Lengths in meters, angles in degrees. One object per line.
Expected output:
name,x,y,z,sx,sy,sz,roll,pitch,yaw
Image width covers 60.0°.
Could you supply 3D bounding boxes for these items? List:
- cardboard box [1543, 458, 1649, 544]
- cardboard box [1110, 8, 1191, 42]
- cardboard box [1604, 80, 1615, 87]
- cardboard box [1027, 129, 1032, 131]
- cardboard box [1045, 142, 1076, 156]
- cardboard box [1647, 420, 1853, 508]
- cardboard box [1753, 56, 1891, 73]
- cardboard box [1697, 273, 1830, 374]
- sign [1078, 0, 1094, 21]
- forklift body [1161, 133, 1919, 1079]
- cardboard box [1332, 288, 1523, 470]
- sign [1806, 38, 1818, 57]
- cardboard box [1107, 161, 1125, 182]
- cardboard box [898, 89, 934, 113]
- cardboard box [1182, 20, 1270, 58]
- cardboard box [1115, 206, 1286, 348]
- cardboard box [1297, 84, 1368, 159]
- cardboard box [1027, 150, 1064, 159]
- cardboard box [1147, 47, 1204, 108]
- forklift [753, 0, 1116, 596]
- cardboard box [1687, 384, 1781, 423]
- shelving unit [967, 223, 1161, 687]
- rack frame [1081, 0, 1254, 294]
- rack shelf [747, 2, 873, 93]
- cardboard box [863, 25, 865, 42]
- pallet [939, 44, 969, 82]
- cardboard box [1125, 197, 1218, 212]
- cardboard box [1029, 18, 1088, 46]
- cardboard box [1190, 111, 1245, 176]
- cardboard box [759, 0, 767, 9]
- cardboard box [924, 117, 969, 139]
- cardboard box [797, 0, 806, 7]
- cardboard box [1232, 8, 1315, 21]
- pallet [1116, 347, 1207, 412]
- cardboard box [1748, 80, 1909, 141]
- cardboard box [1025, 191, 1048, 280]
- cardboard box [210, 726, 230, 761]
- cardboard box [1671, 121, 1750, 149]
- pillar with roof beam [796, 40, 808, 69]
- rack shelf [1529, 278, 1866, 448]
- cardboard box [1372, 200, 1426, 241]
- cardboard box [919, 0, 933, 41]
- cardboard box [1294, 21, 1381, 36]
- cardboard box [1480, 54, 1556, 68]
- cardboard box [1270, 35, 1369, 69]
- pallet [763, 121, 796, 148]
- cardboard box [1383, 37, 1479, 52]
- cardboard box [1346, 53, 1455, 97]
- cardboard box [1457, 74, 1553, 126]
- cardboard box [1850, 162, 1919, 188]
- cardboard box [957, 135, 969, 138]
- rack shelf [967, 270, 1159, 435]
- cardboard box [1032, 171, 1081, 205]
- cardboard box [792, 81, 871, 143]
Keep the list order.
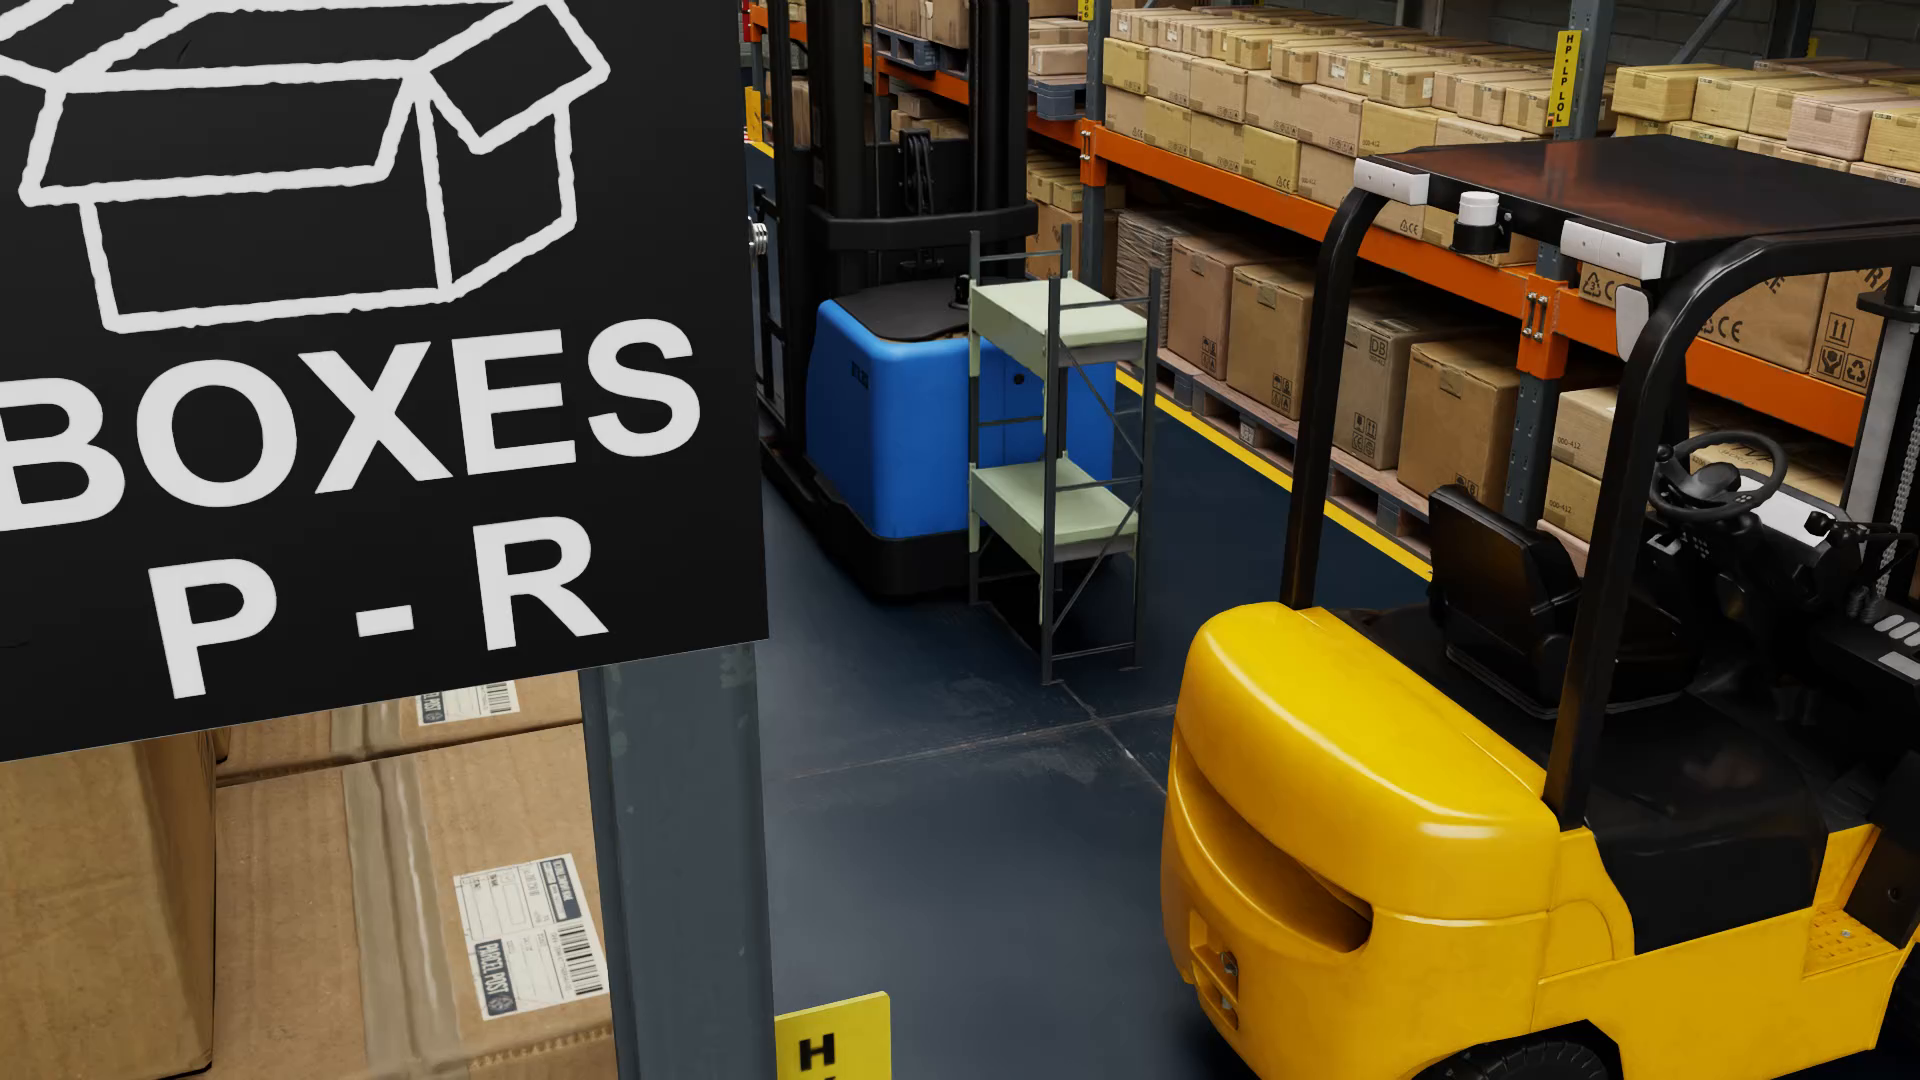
cardboard box,2.509,-0.138,6.071,0.500,0.250,0.500,-8,24,-19
cardboard box,1.051,-2.841,9.165,0.380,0.149,0.250,-8,24,-17
cardboard box,2.703,-1.701,6.460,0.380,0.149,0.250,-9,24,-20
cardboard box,0.554,-2.974,12.285,0.380,0.149,0.250,-8,24,-18
cardboard box,0.814,-2.688,11.608,0.380,0.149,0.250,-8,24,-19
cardboard box,2.675,-0.180,5.528,0.500,0.250,0.500,-8,24,-19
cardboard box,3.022,-1.607,5.853,0.380,0.149,0.250,-8,24,-19
cardboard box,2.739,-0.861,5.303,0.500,0.500,0.500,-8,24,-18
sign,0.709,-3.072,9.287,0.100,0.325,0.005,-8,24,-19
forklift body,1.663,0.207,3.991,2.313,2.155,1.214,-8,24,-19
cardboard box,2.165,-0.770,7.730,0.875,0.625,0.625,-9,24,-20
sign,3.145,-1.711,6.232,0.100,0.325,0.005,-8,24,-19
cardboard box,1.089,-2.405,10.937,0.380,0.149,0.250,-8,24,-18
cardboard box,-0.265,-3.425,12.974,0.380,0.149,0.250,-9,24,-20
cardboard box,1.365,-2.561,8.501,0.380,0.149,0.250,-8,24,-18
cardboard box,1.421,-1.523,9.519,0.875,0.625,0.625,-8,24,-17
cardboard box,1.850,-1.876,7.389,0.500,0.250,0.500,-8,24,-18
cardboard box,0.485,-2.527,11.227,0.380,0.149,0.250,-9,24,-20
cardboard box,1.317,-2.437,8.719,0.500,0.250,0.500,-8,24,-17
forklift,-0.355,-1.674,7.449,1.130,2.935,3.031,-8,24,-19
cardboard box,2.981,-0.434,6.130,0.500,0.250,0.500,-8,24,-18
shelving unit,0.352,-0.325,6.089,0.431,1.500,0.755,-8,24,-19
rack frame,1.213,-2.653,9.681,1.000,3.000,0.127,-8,24,-19
rack shelf,-0.906,-4.501,14.994,1.077,0.370,4.000,-8,24,-19
cardboard box,-0.661,-4.163,13.589,0.380,0.149,0.250,-8,24,-18
pallet,0.522,-3.270,11.394,1.003,0.211,1.213,-8,24,-19
cardboard box,1.327,-1.886,10.540,0.500,0.500,0.500,-7,24,-17
cardboard box,0.538,-3.116,10.433,0.500,0.250,0.500,-10,25,-21
cardboard box,1.503,-2.019,8.372,0.500,0.250,0.500,-9,25,-21
cardboard box,-1.753,-5.287,16.254,0.380,0.149,0.250,-9,24,-19
cardboard box,-0.050,-3.098,12.581,0.380,0.149,0.250,-10,25,-22
cardboard box,-1.143,-4.876,14.766,0.500,0.250,0.500,-9,24,-20
cardboard box,1.715,-2.827,9.132,0.380,0.149,0.250,-8,24,-18
pallet,1.468,-1.063,9.501,1.003,0.211,1.213,-8,24,-19
cardboard box,2.737,-1.351,5.246,0.380,0.149,0.250,-9,24,-20
cardboard box,0.696,-2.002,10.815,0.500,0.500,0.500,-9,24,-20
cardboard box,-1.159,-0.048,1.702,0.700,0.500,0.500,-8,24,-18
cardboard box,2.586,-1.298,5.505,0.380,0.149,0.250,-8,24,-18
pillar with roof beam,-5.749,-8.837,16.629,9.100,9.000,0.400,-8,24,-19
rack shelf,3.333,-0.141,4.649,1.077,0.370,4.000,-8,24,-19
cardboard box,2.021,-1.459,7.043,0.500,0.250,0.500,-8,24,-19
cardboard box,-0.068,-3.680,11.752,0.396,0.266,0.258,-7,24,-16
cardboard box,1.921,-2.540,8.450,0.380,0.149,0.250,-8,24,-19
cardboard box,2.460,-1.987,7.138,0.380,0.149,0.250,-9,24,-20
cardboard box,1.699,-2.293,7.863,0.380,0.149,0.250,-8,24,-19
pallet,-1.303,-3.957,16.367,1.003,0.211,1.213,-8,24,-19
cardboard box,2.208,-2.262,7.790,0.380,0.149,0.250,-8,24,-19
cardboard box,1.902,-2.006,7.184,0.380,0.149,0.250,-9,24,-20
cardboard box,2.190,-1.729,6.527,0.380,0.149,0.250,-9,24,-20
cardboard box,2.813,-1.012,4.826,0.380,0.149,0.250,-9,24,-20
cardboard box,0.198,-2.814,11.907,0.380,0.149,0.250,-7,24,-17
rack shelf,0.352,-0.684,5.938,0.431,0.370,0.720,-8,24,-19
cardboard box,0.677,-2.233,10.528,0.380,0.149,0.250,-10,25,-22
cardboard box,-1.220,-4.050,15.674,0.700,0.500,0.500,-7,24,-17
